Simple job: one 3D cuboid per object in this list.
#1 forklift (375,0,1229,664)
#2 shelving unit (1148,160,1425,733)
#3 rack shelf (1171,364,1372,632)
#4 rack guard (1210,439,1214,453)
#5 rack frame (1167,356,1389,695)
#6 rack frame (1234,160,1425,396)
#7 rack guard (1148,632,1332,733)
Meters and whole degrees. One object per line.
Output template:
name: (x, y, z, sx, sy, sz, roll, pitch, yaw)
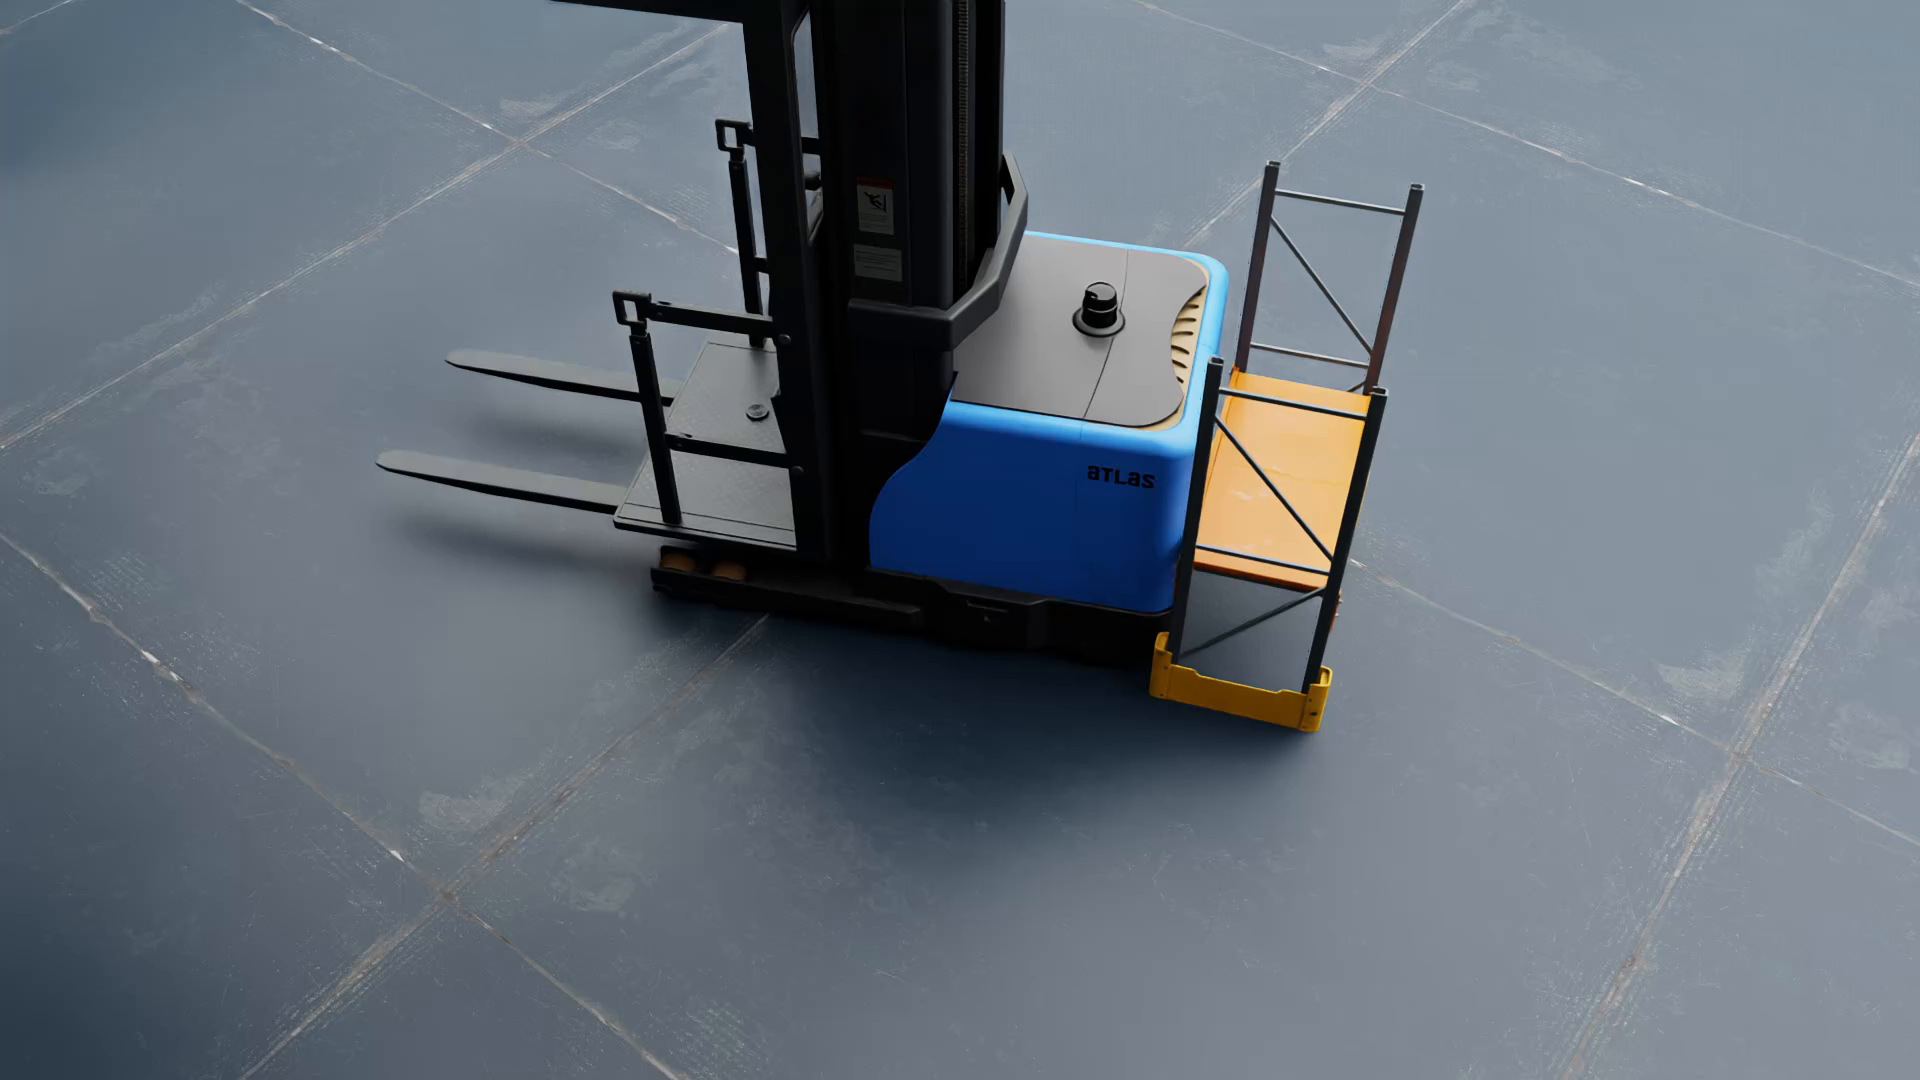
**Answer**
forklift: (-0.638, -1.139, 5.311, 3.031, 2.935, 1.130, 9, 47, 9)
shelving unit: (1.081, -0.296, 5.496, 0.587, 1.500, 1.083, 12, 48, 11)
rack shelf: (1.079, -0.166, 5.620, 0.538, 0.185, 1.000, 12, 48, 11)
rack guard: (1.222, -0.210, 6.278, 0.587, 0.250, 0.087, 12, 48, 11)
rack frame: (0.935, 0.063, 5.153, 0.500, 1.500, 0.032, 12, 48, 11)
rack frame: (1.222, -0.643, 5.826, 0.500, 1.500, 0.032, 12, 48, 11)
rack guard: (0.940, 0.481, 5.618, 0.587, 0.250, 0.087, 12, 48, 11)
